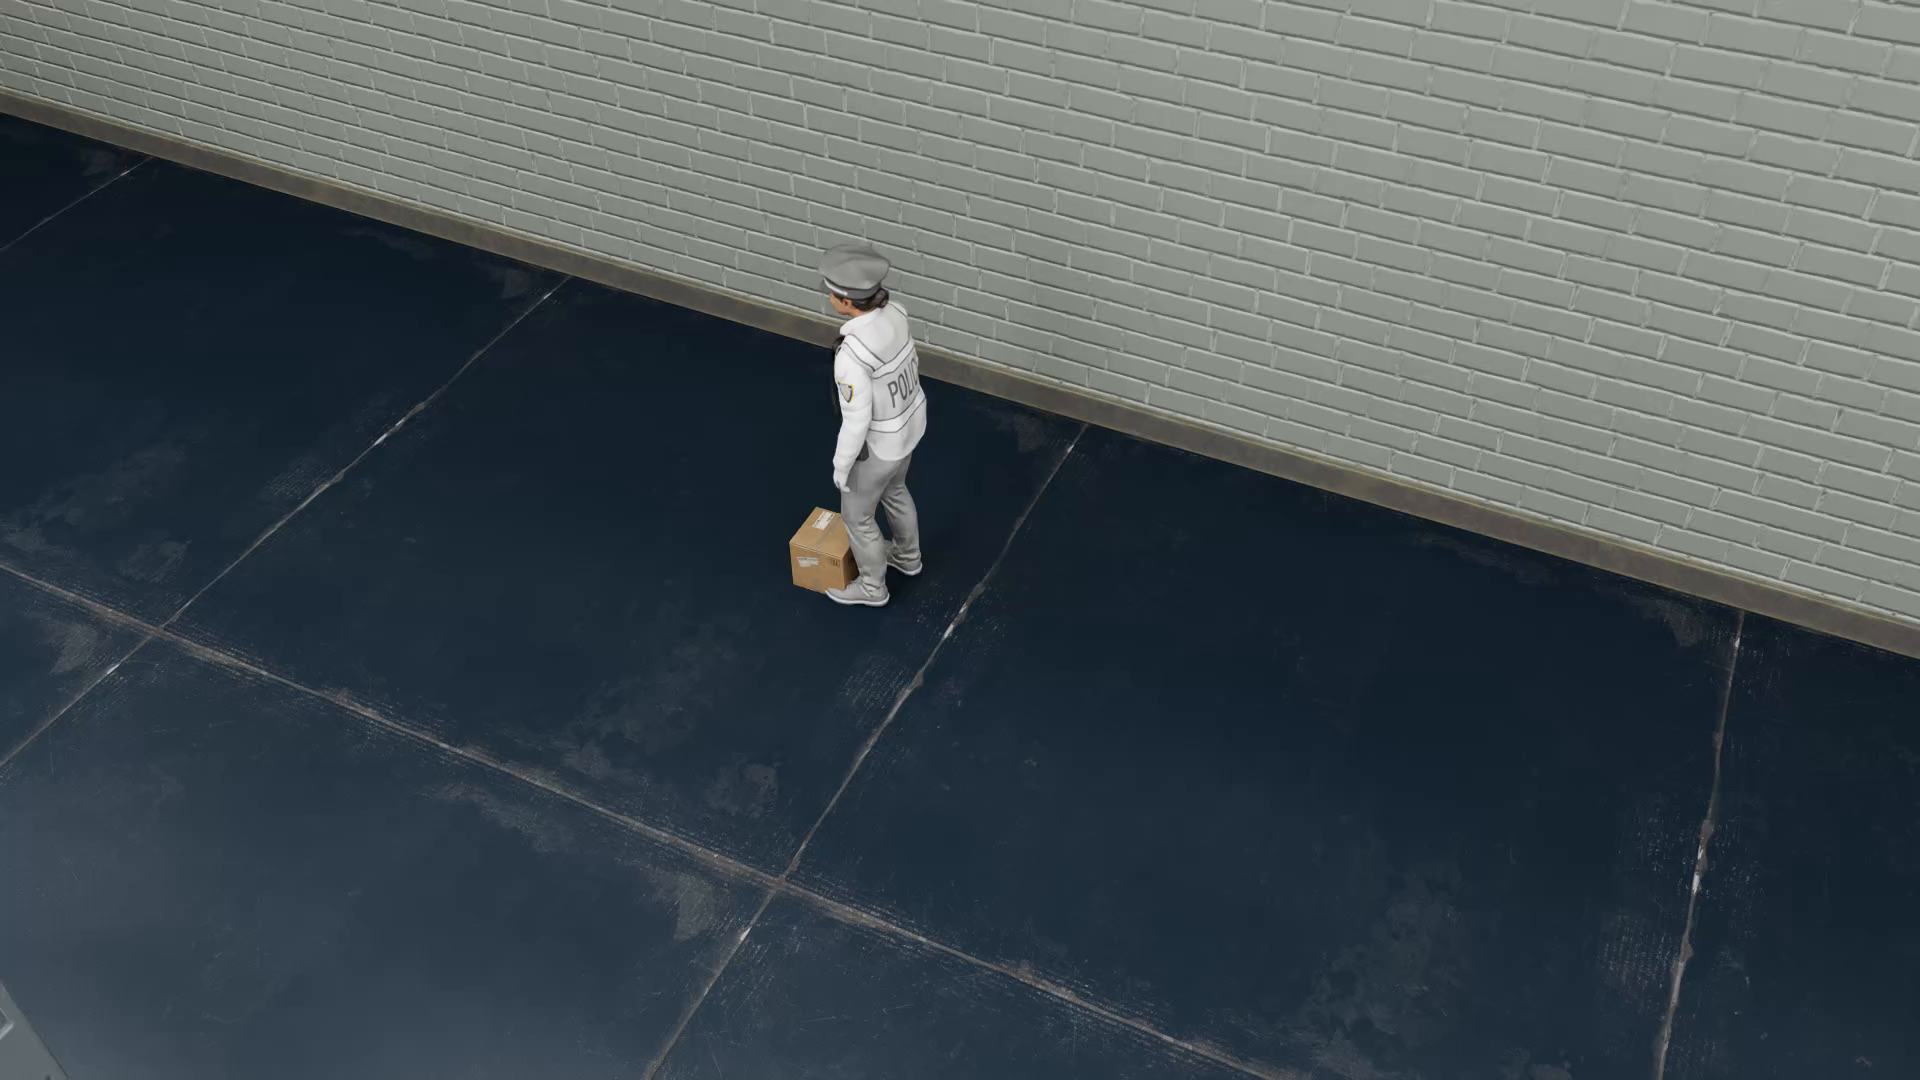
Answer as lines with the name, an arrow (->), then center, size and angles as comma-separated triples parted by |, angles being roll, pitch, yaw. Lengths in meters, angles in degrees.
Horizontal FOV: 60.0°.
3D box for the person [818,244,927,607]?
person -> -0.350, -0.409, 6.607 | 0.403, 1.664, 0.528 | 18, 45, 18
